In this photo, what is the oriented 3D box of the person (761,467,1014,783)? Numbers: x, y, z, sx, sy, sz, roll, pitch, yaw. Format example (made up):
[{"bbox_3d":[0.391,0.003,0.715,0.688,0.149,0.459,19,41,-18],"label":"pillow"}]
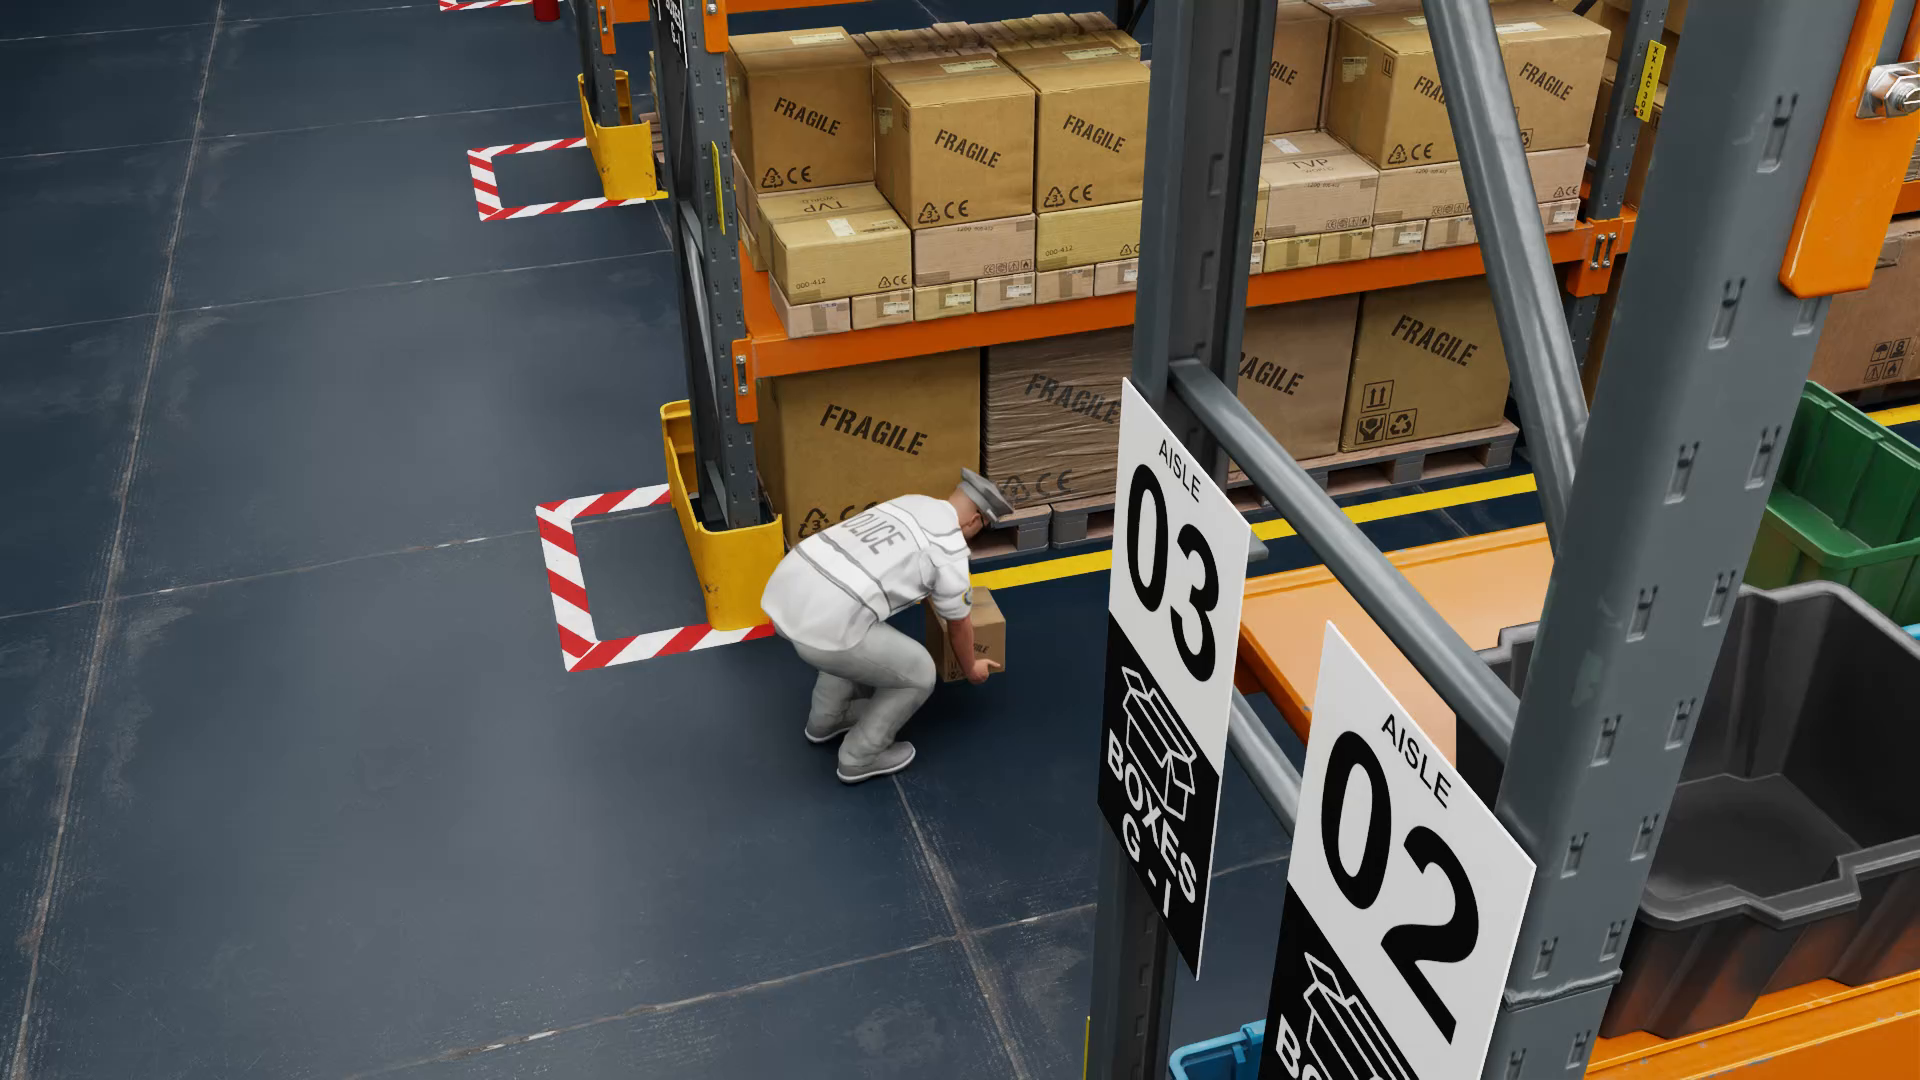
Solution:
[{"bbox_3d":[-0.240,0.313,6.299,1.032,1.051,0.540,-21,39,-29],"label":"person"}]
